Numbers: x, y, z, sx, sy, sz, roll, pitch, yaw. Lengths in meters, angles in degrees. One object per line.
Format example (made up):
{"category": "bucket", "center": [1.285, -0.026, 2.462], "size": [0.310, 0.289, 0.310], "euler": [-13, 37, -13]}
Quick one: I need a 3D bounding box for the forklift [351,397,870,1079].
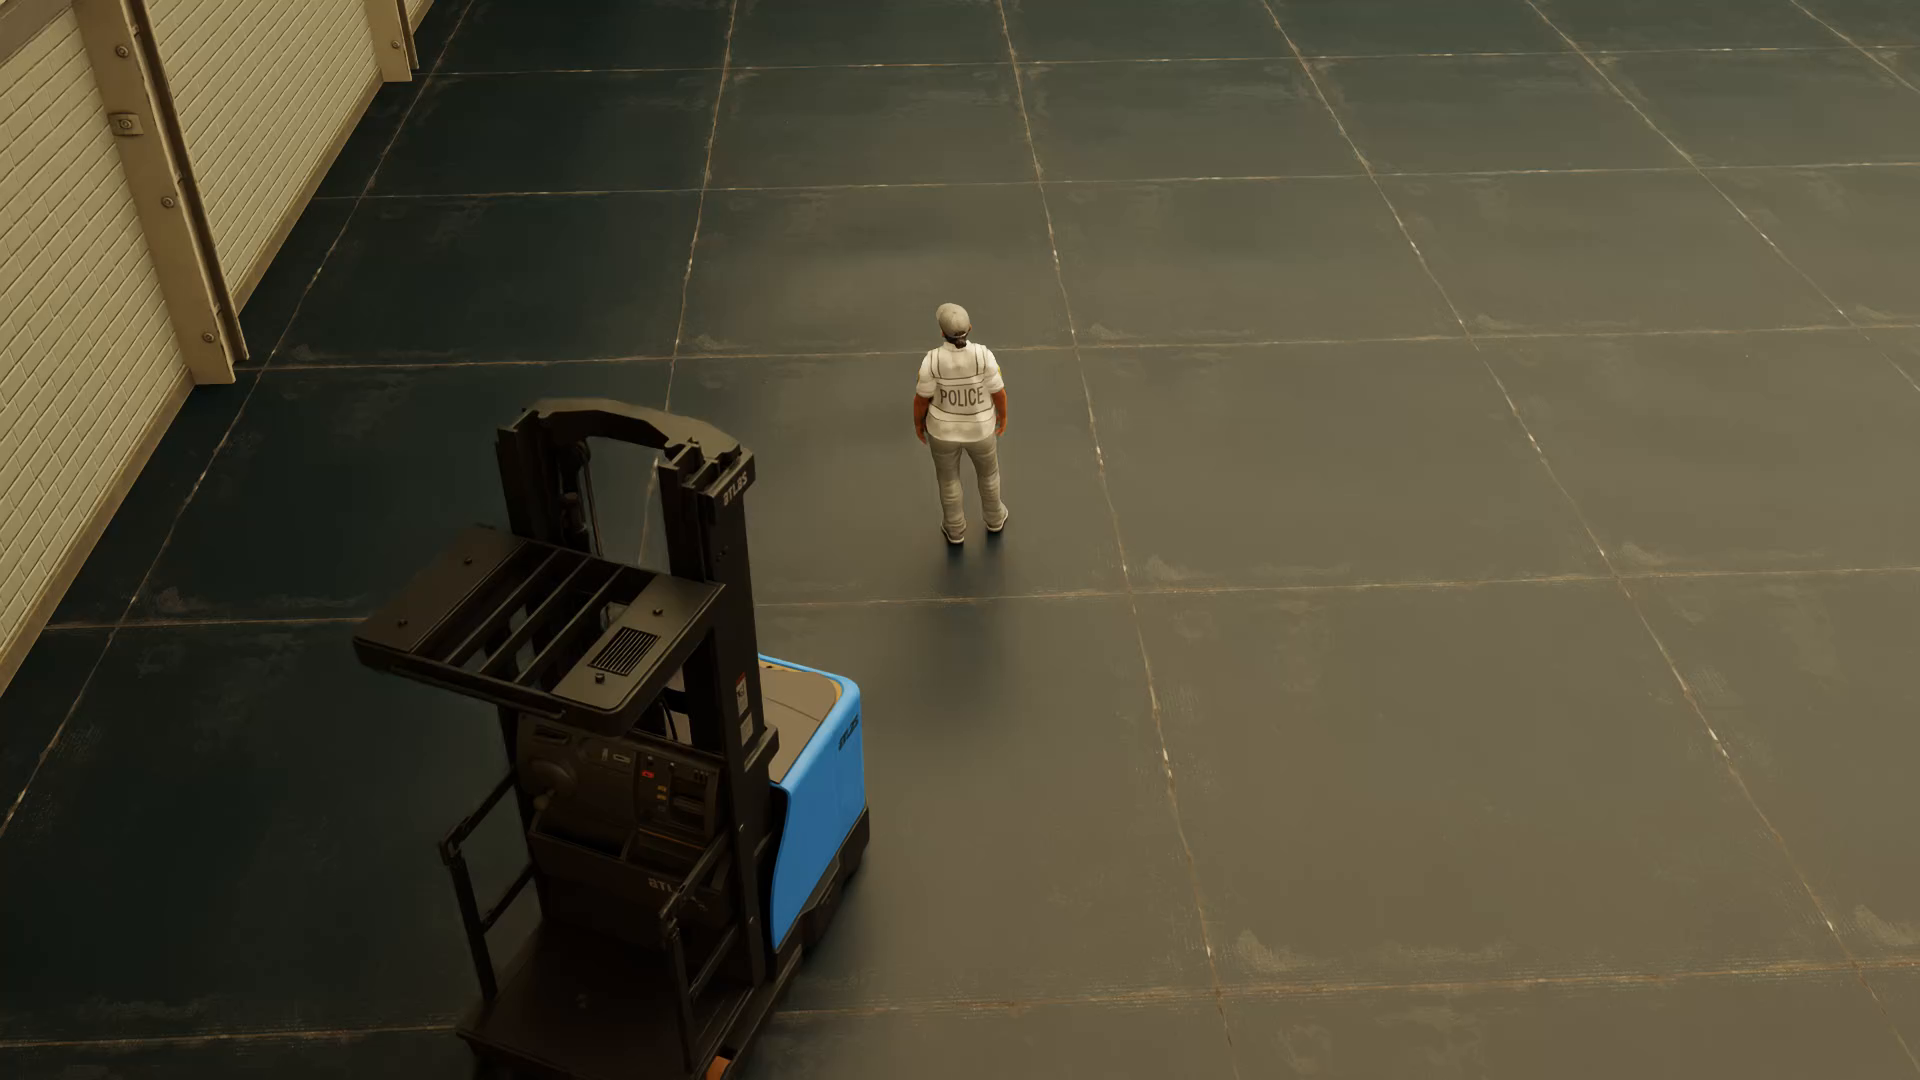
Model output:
{"category": "forklift", "center": [-1.469, 1.040, 6.583], "size": [1.130, 2.935, 3.031], "euler": [13, 38, 17]}

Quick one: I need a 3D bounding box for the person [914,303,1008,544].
{"category": "person", "center": [0.018, -0.726, 10.068], "size": [0.599, 1.670, 0.529], "euler": [-2, 36, -2]}
